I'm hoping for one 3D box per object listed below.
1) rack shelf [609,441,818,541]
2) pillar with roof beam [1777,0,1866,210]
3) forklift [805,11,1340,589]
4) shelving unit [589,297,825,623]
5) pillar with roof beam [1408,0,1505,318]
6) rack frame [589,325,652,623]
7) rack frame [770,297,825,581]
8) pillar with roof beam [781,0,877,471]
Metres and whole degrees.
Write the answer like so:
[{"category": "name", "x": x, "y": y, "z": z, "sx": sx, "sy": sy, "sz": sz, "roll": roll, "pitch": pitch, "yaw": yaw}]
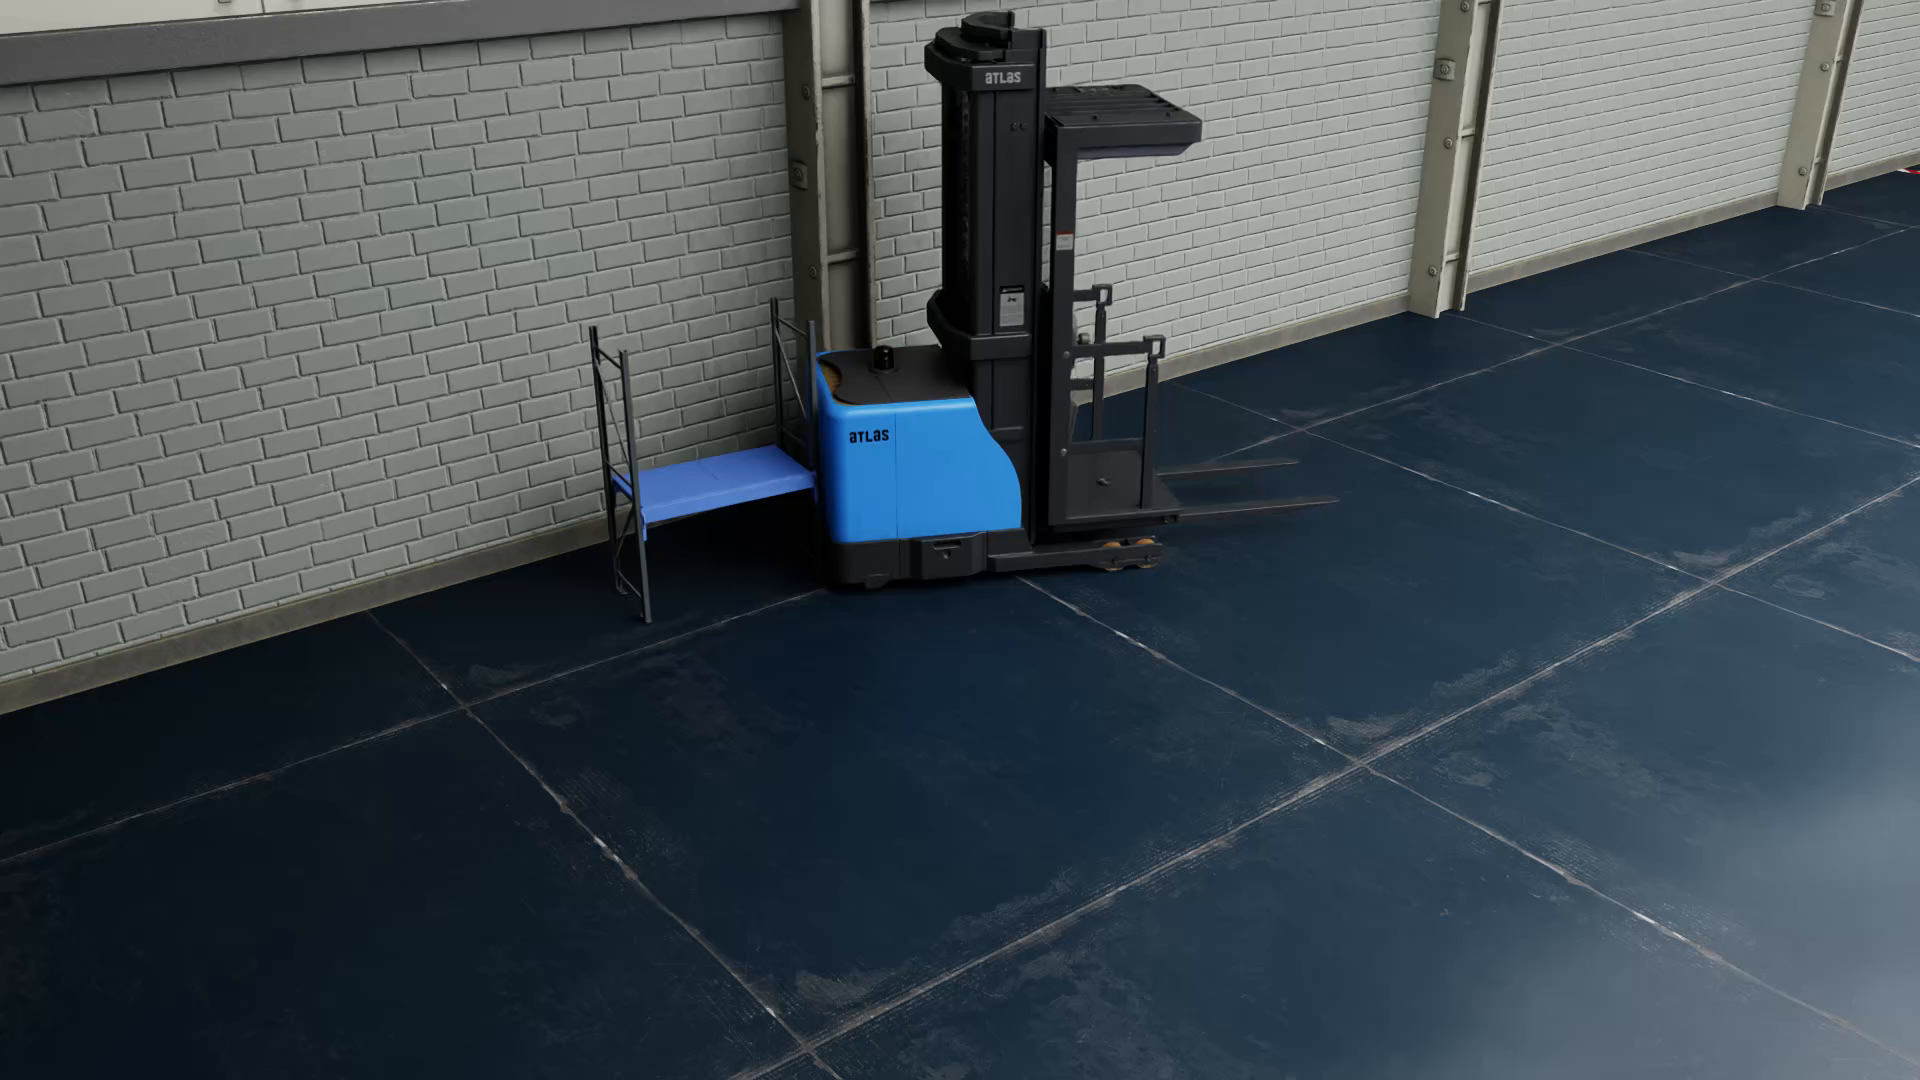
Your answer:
[{"category": "rack shelf", "x": -1.333, "y": -0.276, "z": 8.991, "sx": 1.000, "sy": 0.185, "sz": 0.538, "roll": -14, "pitch": 28, "yaw": -27}, {"category": "pillar with roof beam", "x": 11.345, "y": -6.139, "z": 12.289, "sx": 0.400, "sy": 9.000, "sz": 9.100, "roll": -18, "pitch": 31, "yaw": -34}, {"category": "forklift", "x": 0.674, "y": -1.363, "z": 9.206, "sx": 3.031, "sy": 2.935, "sz": 1.130, "roll": -5, "pitch": 25, "yaw": -11}, {"category": "shelving unit", "x": -1.333, "y": -0.440, "z": 8.916, "sx": 1.048, "sy": 1.500, "sz": 0.538, "roll": -14, "pitch": 28, "yaw": -27}, {"category": "pillar with roof beam", "x": 6.624, "y": -4.581, "z": 8.930, "sx": 0.400, "sy": 9.000, "sz": 9.100, "roll": -18, "pitch": 31, "yaw": -34}, {"category": "rack frame", "x": -1.773, "y": -0.332, "z": 8.684, "sx": 0.032, "sy": 1.500, "sz": 0.500, "roll": -14, "pitch": 28, "yaw": -27}, {"category": "rack frame", "x": -0.893, "y": -0.547, "z": 9.147, "sx": 0.032, "sy": 1.500, "sz": 0.500, "roll": -14, "pitch": 28, "yaw": -27}, {"category": "pillar with roof beam", "x": 1.902, "y": -3.022, "z": 5.572, "sx": 0.400, "sy": 9.000, "sz": 9.100, "roll": -18, "pitch": 31, "yaw": -34}]
